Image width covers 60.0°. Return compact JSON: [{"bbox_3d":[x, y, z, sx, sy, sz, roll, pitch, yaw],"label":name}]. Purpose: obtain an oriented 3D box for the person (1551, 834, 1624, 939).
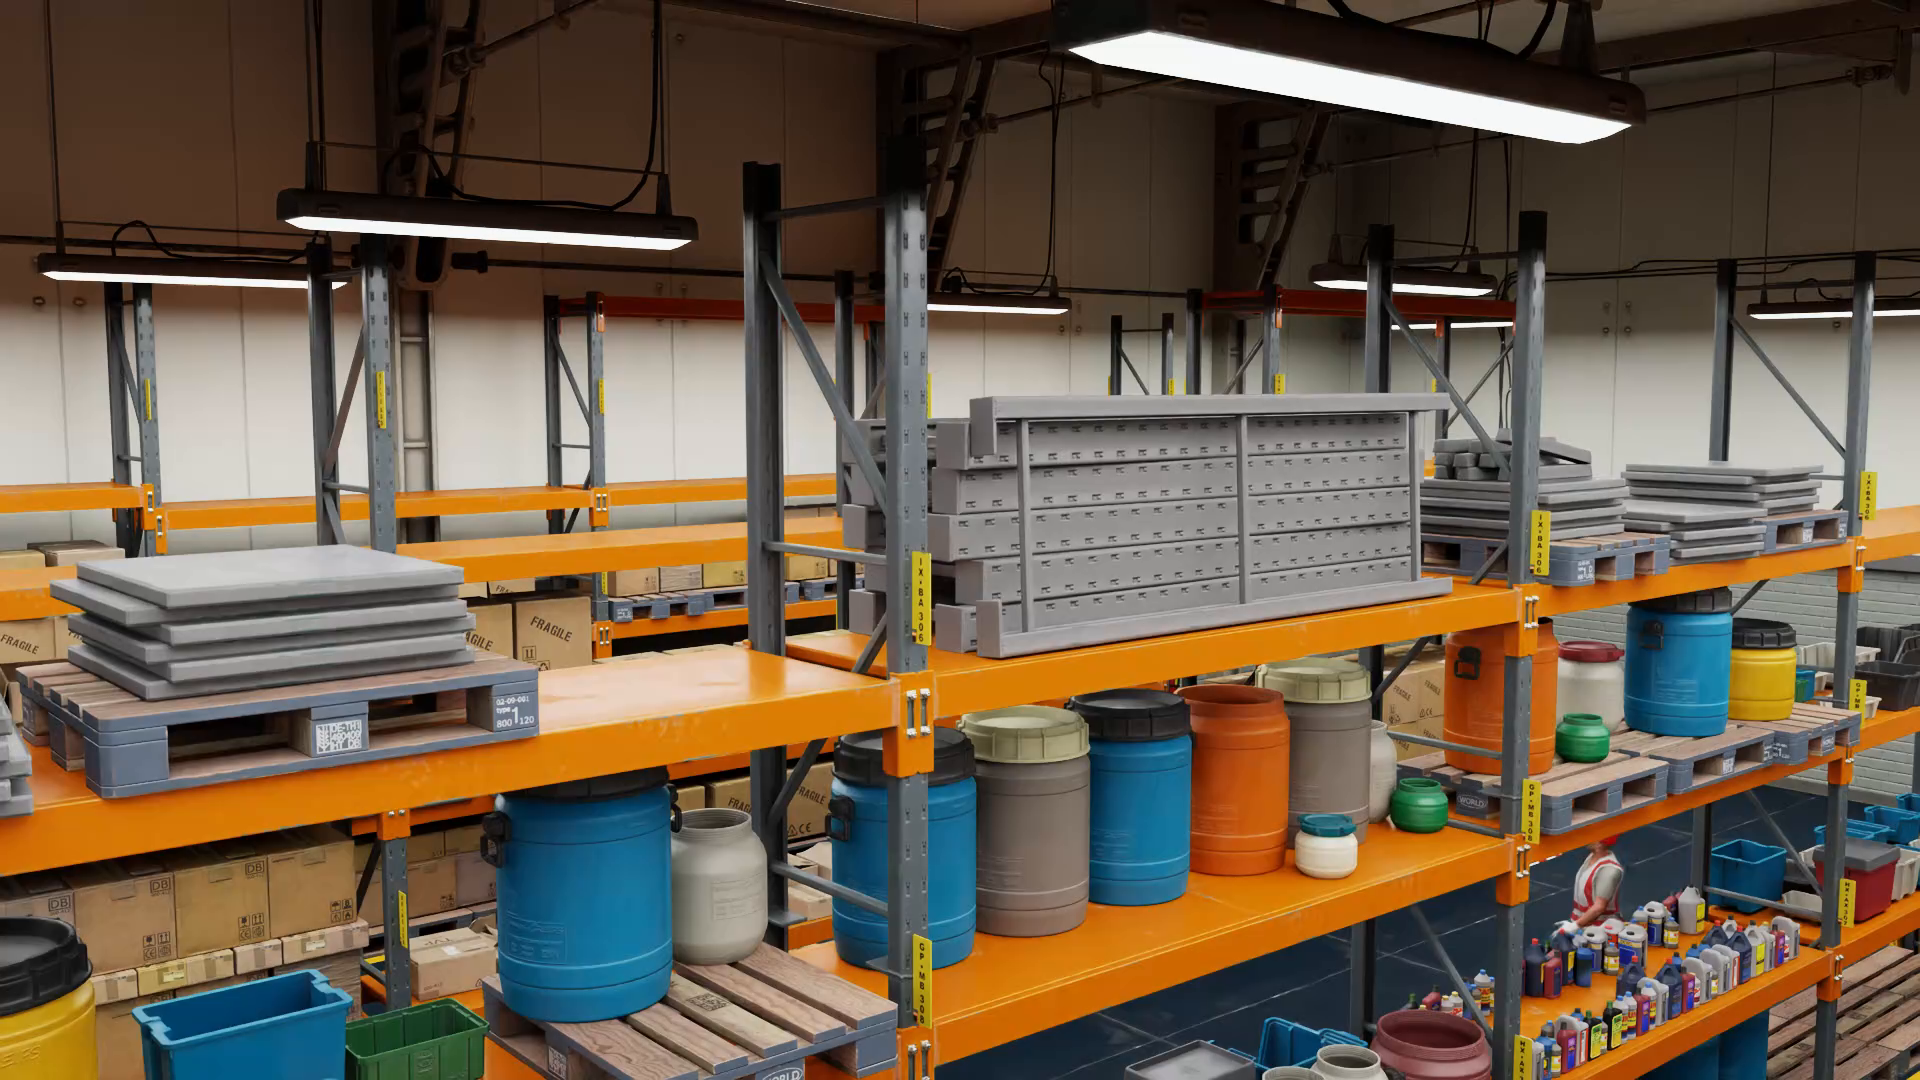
[{"bbox_3d":[4.894,3.022,12.944,1.053,1.723,0.497,-3,6,-26],"label":"person"}]
